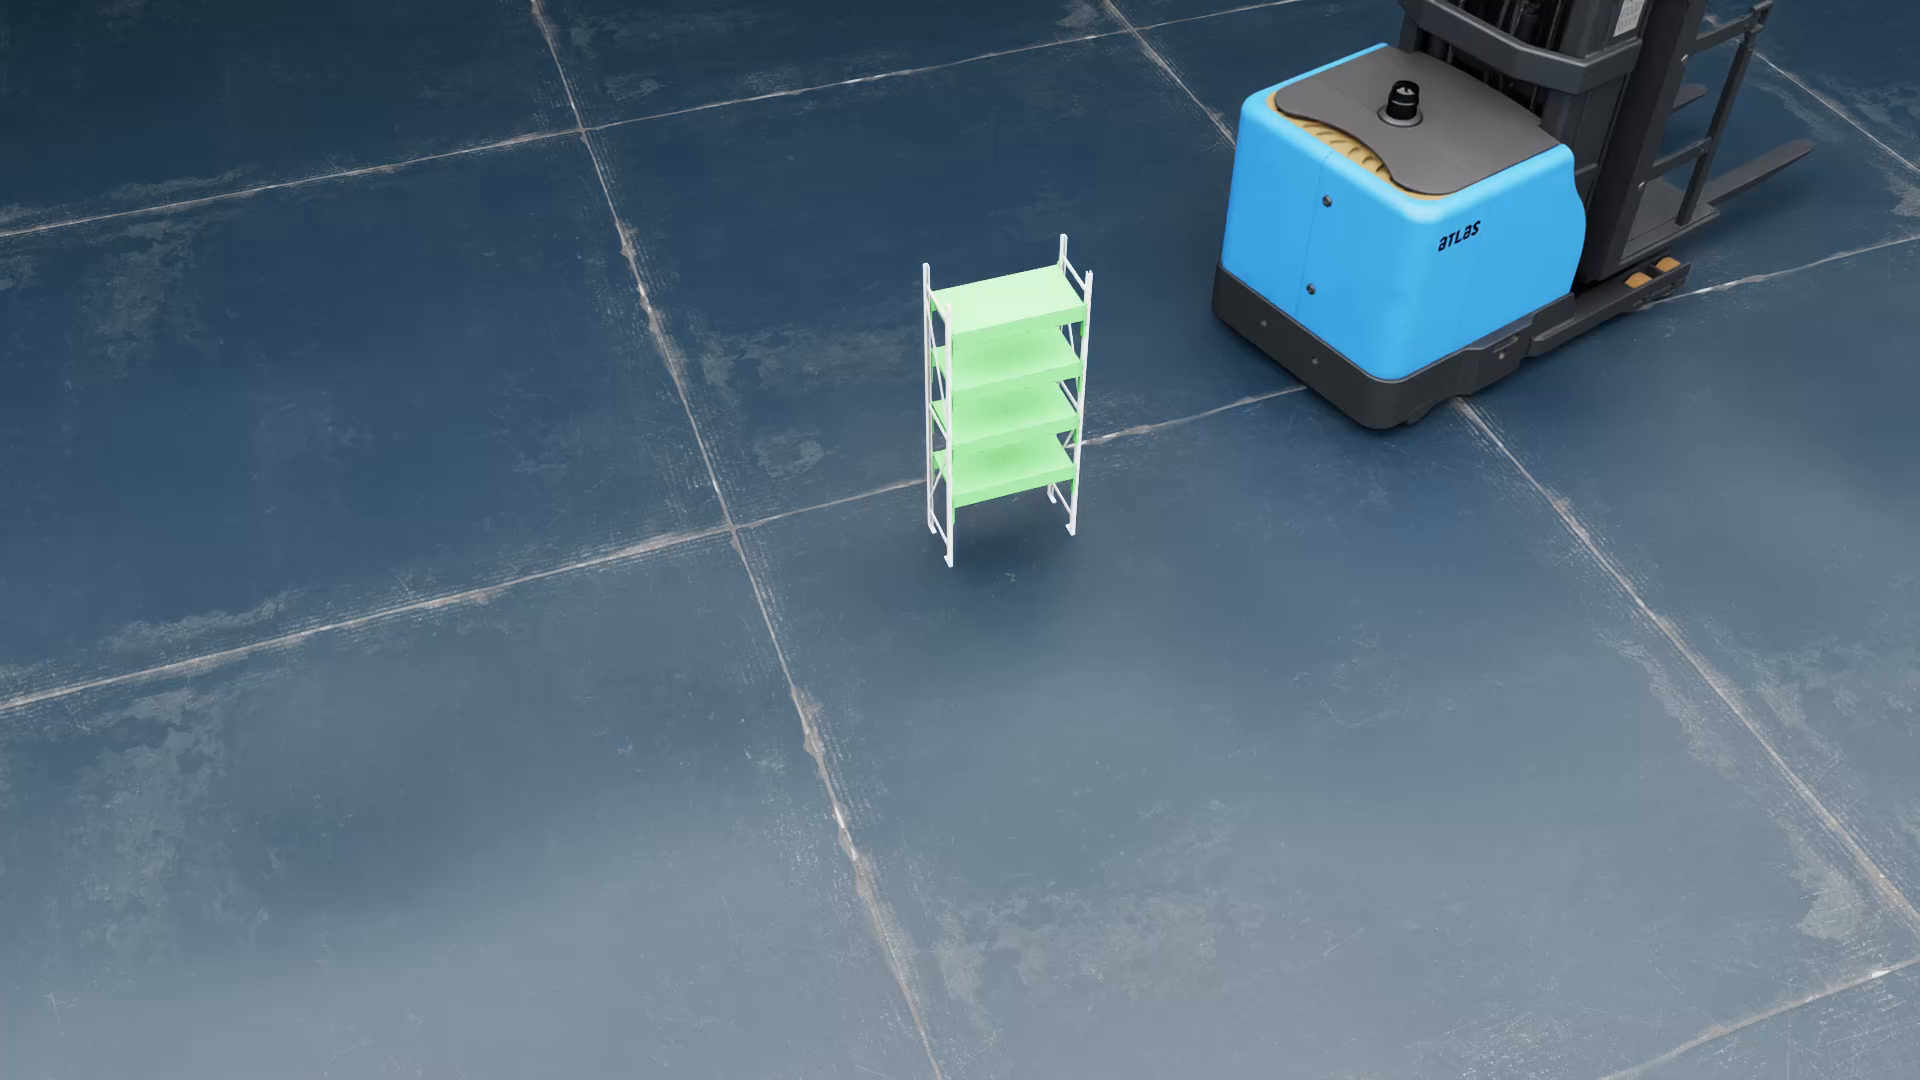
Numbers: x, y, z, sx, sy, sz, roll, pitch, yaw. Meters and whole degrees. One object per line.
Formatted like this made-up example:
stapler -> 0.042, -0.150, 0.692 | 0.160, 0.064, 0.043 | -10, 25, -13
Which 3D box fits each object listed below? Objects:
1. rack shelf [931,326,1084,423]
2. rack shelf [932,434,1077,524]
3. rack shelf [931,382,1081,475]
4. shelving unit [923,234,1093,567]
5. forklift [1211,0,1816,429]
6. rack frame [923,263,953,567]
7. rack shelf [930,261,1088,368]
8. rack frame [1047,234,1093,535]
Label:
rack shelf -> 0.156, -0.588, 5.740 | 0.480, 0.148, 0.258 | -14, 47, -14
rack shelf -> 0.156, -0.249, 6.080 | 0.480, 0.148, 0.258 | -14, 47, -14
rack shelf -> 0.156, -0.418, 5.910 | 0.480, 0.148, 0.258 | -14, 47, -14
shelving unit -> 0.156, -0.463, 5.865 | 0.503, 1.200, 0.258 | -14, 47, -14
forklift -> 2.580, -2.312, 6.485 | 3.031, 2.935, 1.130 | -26, 51, -24
rack frame -> -0.074, -0.405, 5.806 | 0.015, 1.200, 0.240 | -14, 47, -14
rack shelf -> 0.156, -0.757, 5.570 | 0.480, 0.148, 0.258 | -14, 47, -14
rack frame -> 0.385, -0.522, 5.923 | 0.015, 1.200, 0.240 | -14, 47, -14
